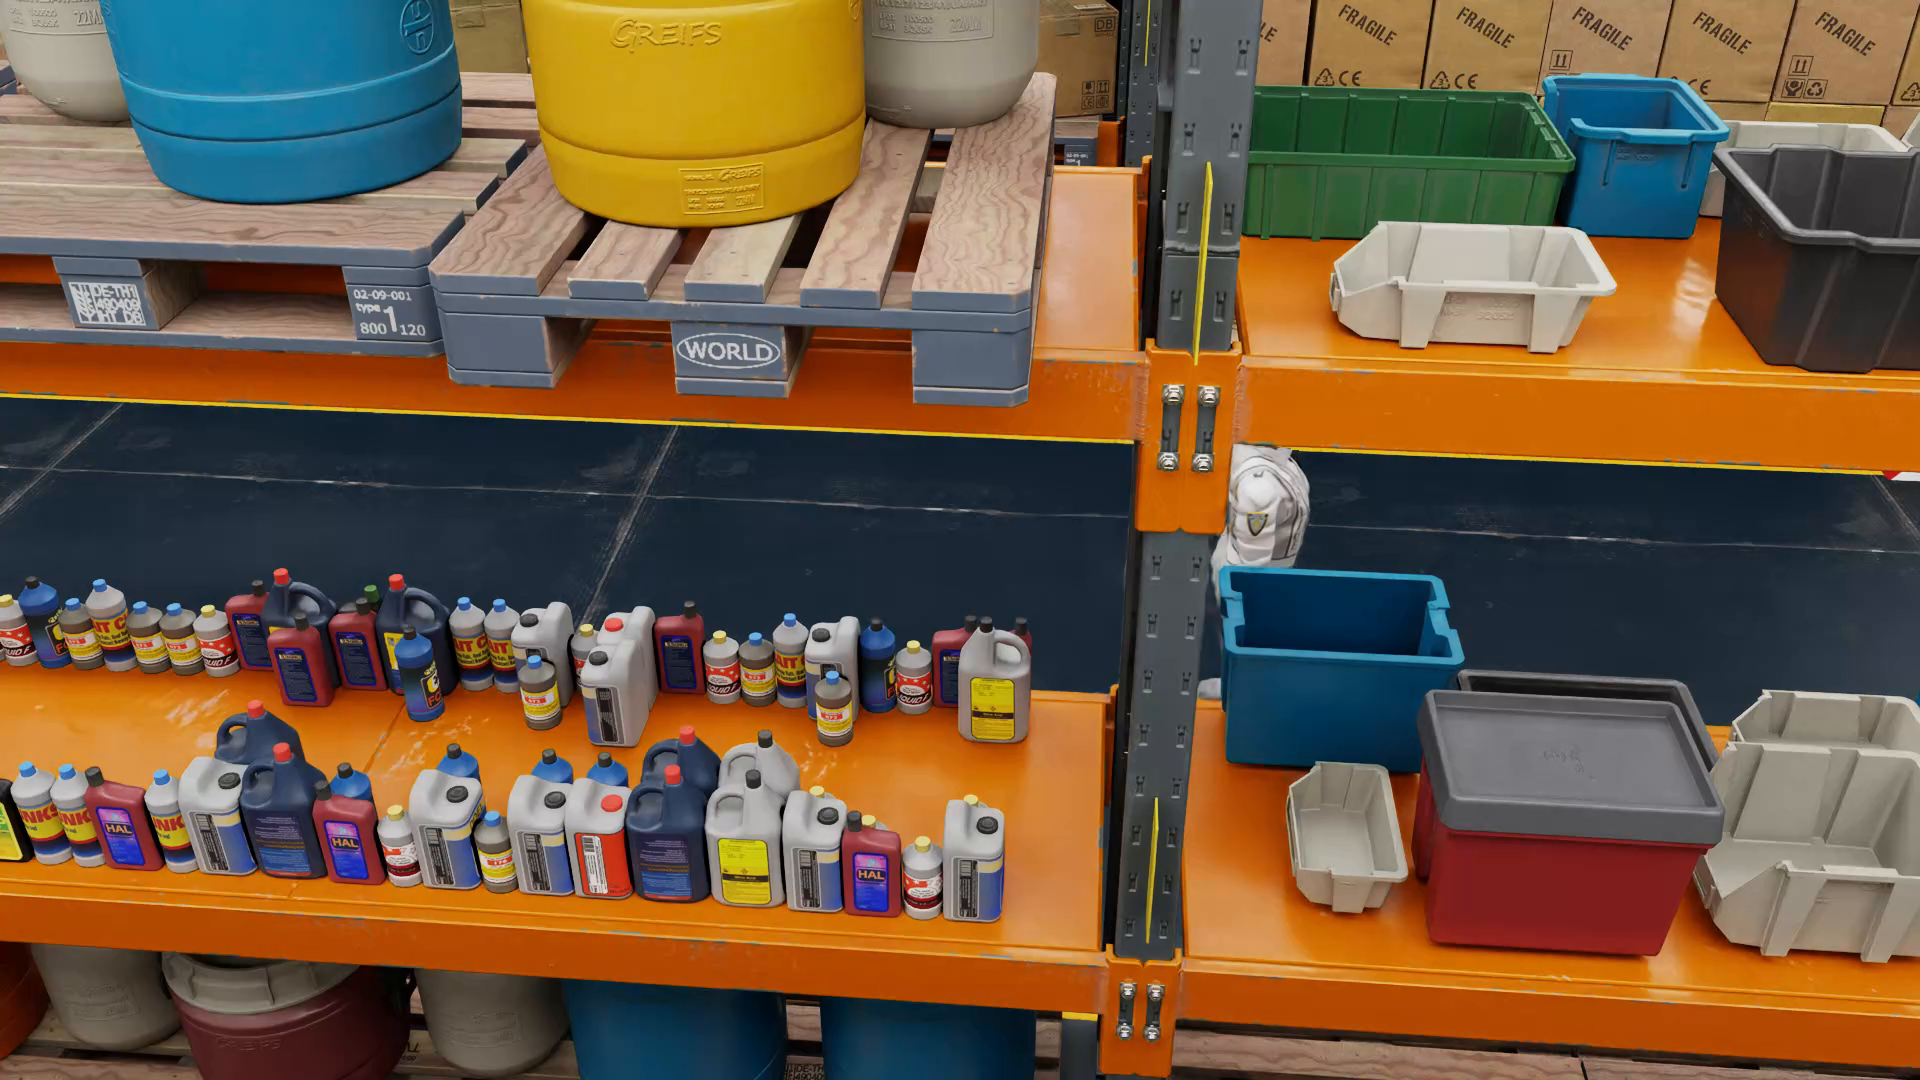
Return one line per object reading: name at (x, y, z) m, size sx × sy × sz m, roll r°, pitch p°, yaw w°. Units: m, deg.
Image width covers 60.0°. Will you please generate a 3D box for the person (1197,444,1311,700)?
person at (0.978, 0.160, 5.842) m, size 0.675 × 1.637 × 0.513 m, roll 5°, pitch 32°, yaw 8°
